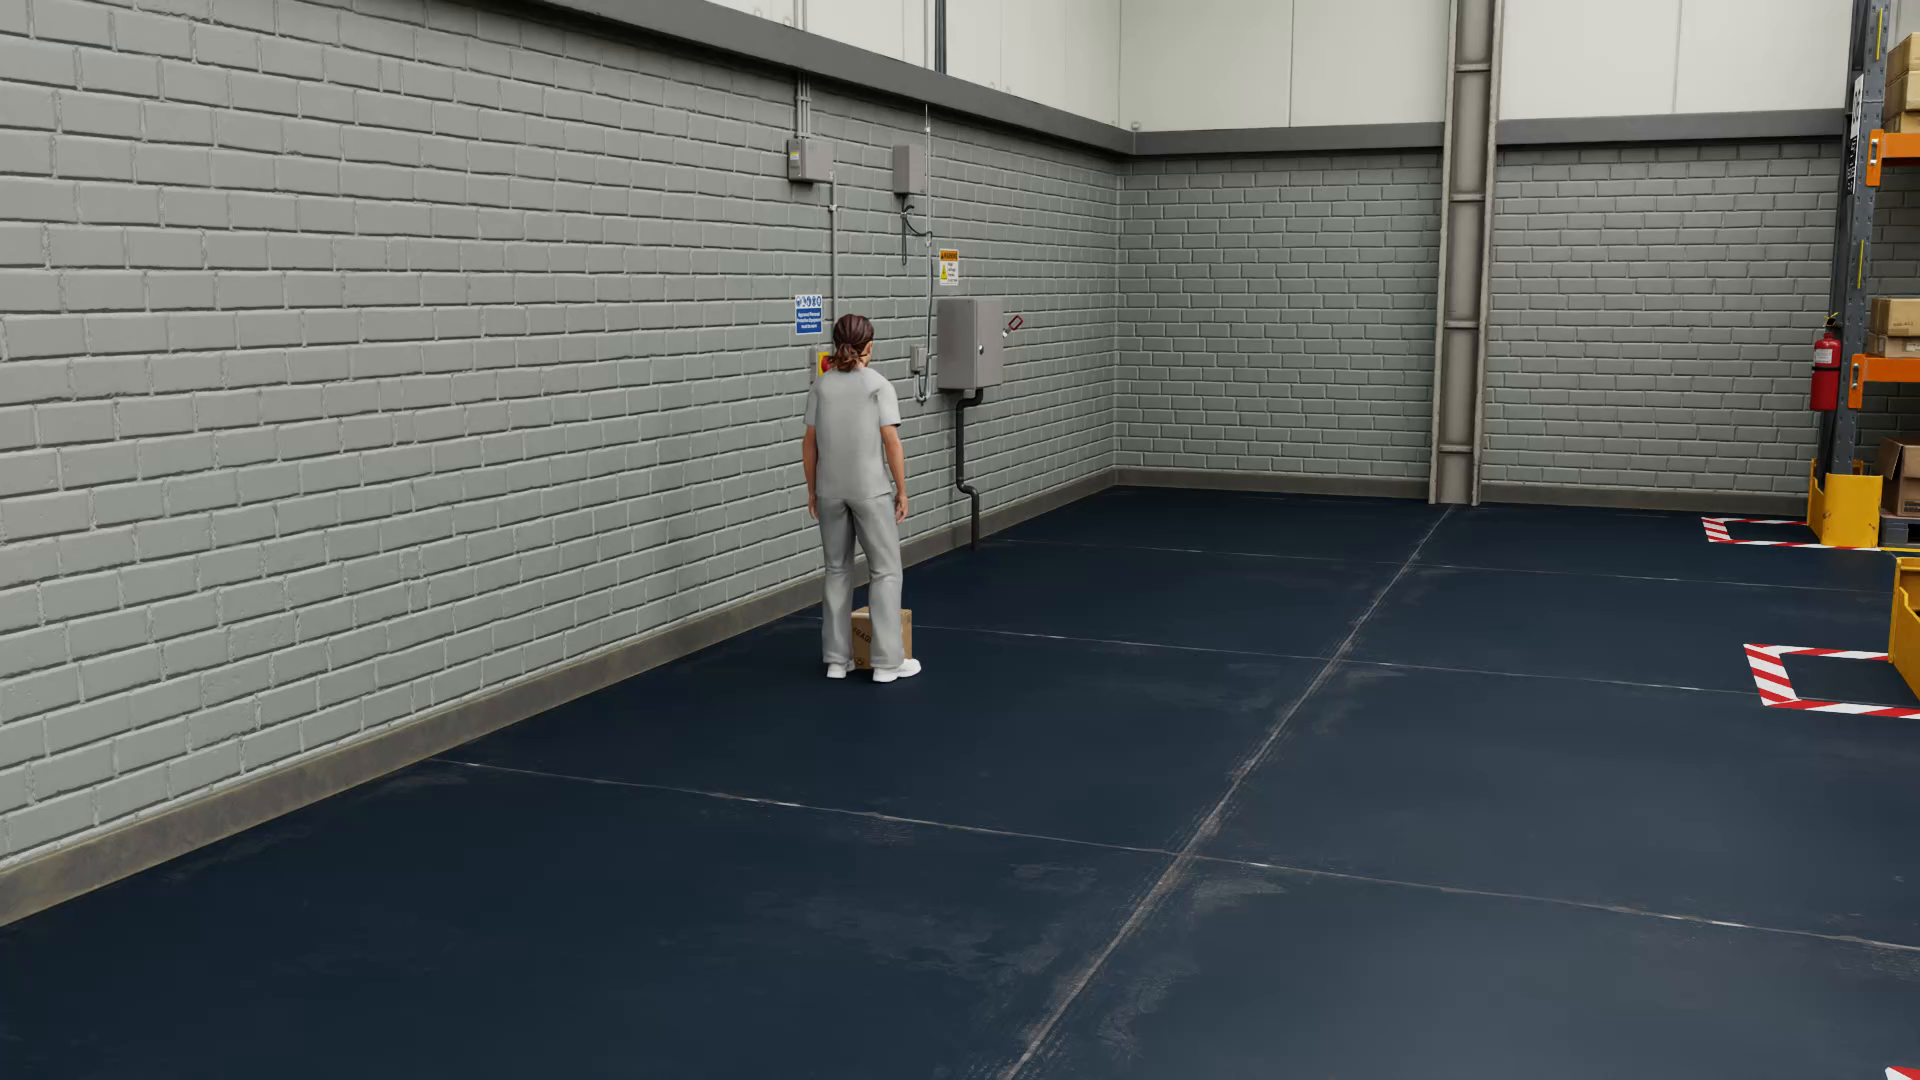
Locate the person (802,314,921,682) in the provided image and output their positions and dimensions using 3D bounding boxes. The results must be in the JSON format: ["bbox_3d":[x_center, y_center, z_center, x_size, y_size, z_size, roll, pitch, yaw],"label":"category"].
[{"bbox_3d":[-0.467,-0.194,7.620,0.511,1.671,0.362,3,9,18],"label":"person"}]
